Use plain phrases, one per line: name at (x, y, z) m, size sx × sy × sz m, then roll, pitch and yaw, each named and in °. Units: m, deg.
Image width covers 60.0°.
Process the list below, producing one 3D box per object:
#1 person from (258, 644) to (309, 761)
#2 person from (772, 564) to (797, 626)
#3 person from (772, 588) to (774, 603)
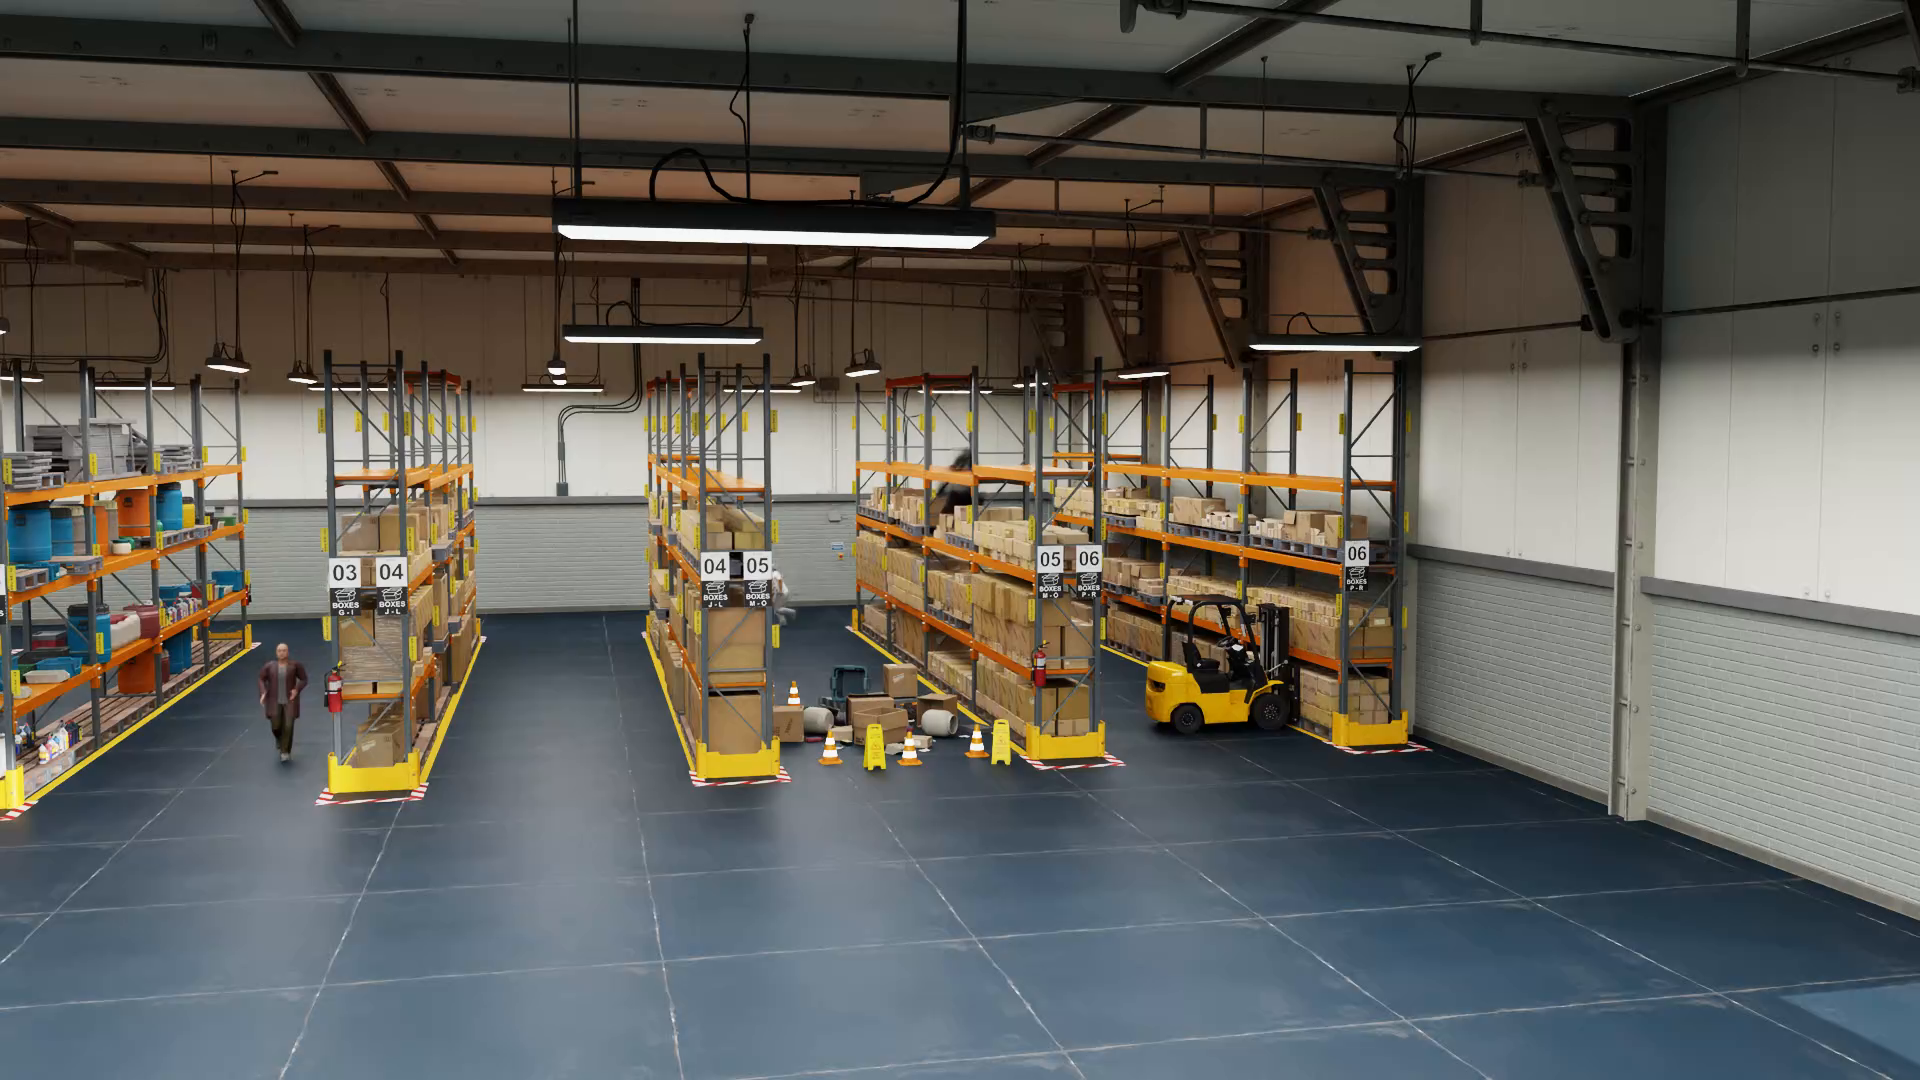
person at (-10.111, 2.448, 24.847) m, size 0.714 × 1.667 × 0.634 m, roll -1°, pitch 4°, yaw -18°
person at (-4.462, 1.363, 41.211) m, size 0.820 × 1.564 × 0.599 m, roll 0°, pitch 4°, yaw -6°
person at (-4.589, 1.509, 37.629) m, size 0.671 × 1.826 × 0.759 m, roll -1°, pitch 4°, yaw -17°
